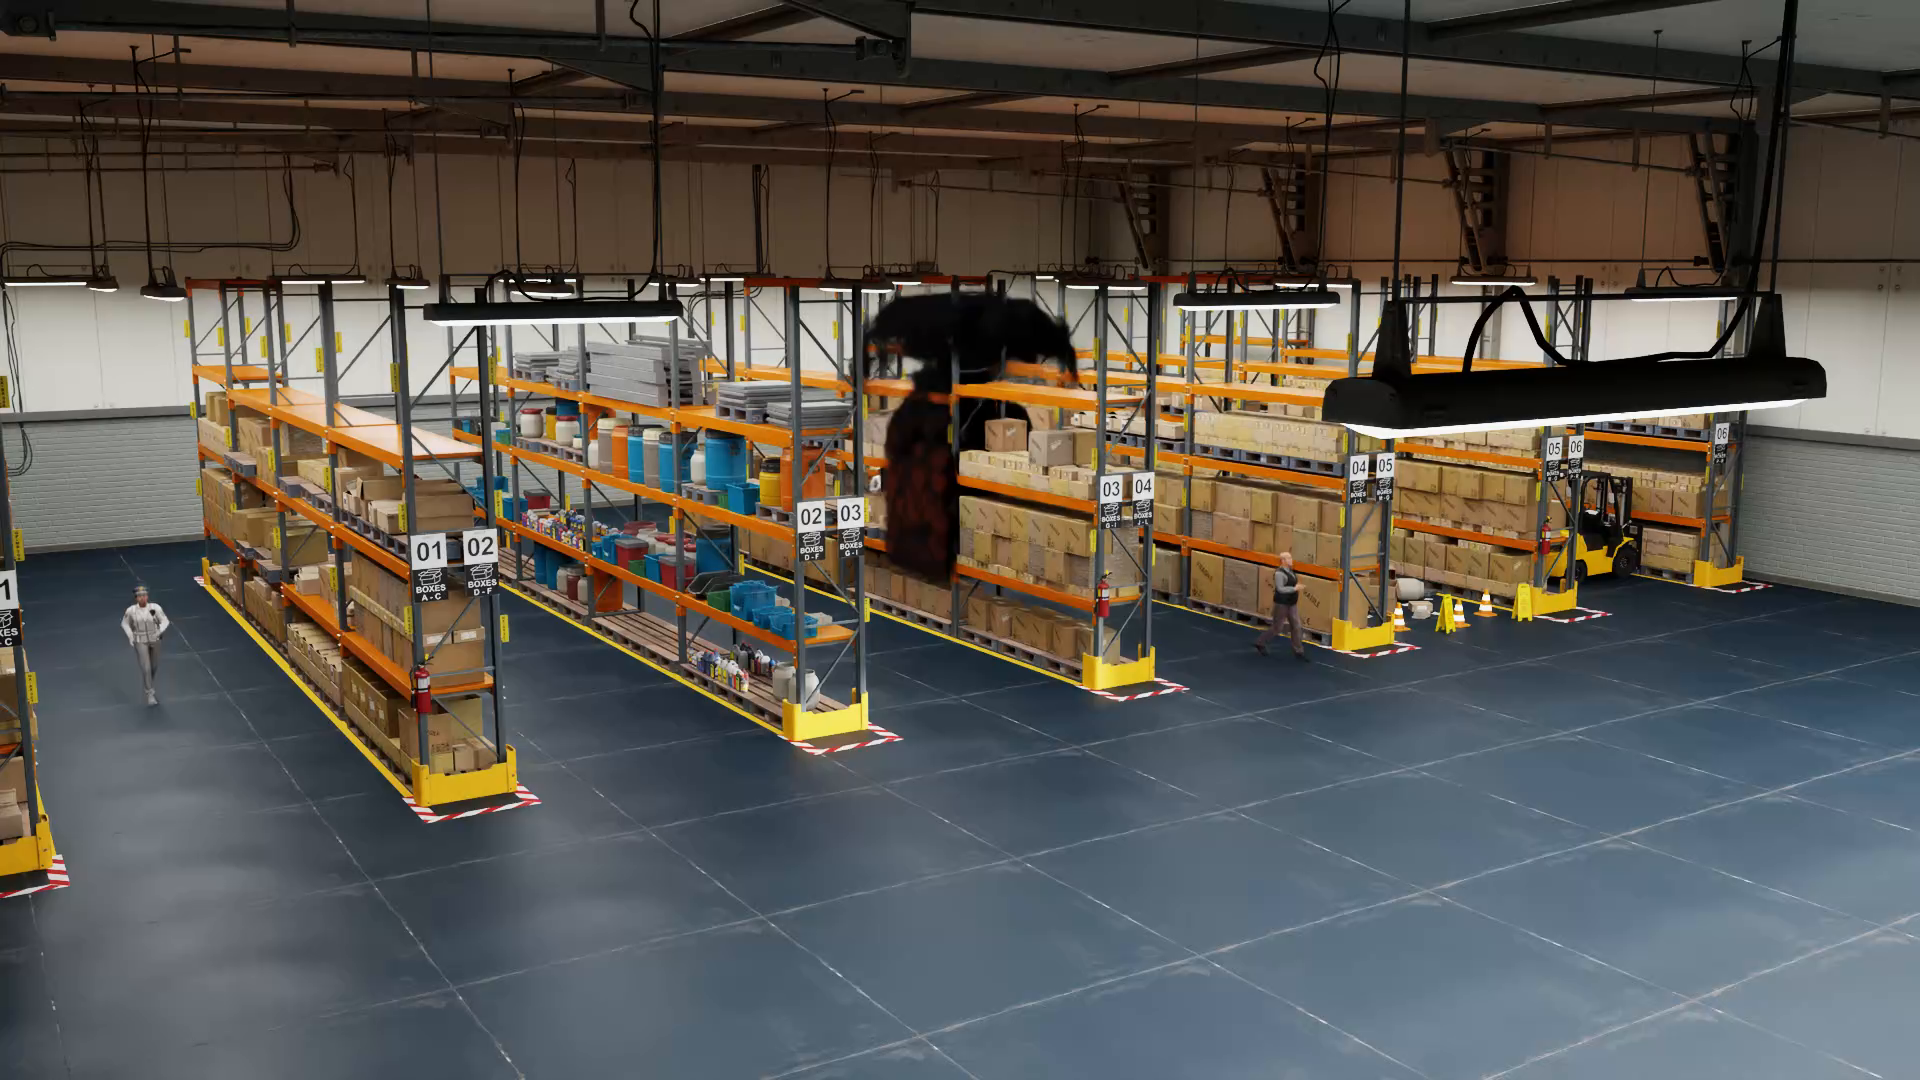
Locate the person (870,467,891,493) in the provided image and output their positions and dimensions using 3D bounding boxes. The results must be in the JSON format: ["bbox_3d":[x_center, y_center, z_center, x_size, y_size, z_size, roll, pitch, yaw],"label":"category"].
[{"bbox_3d":[-1.806,-0.853,37.848,0.643,1.853,0.862,-5,11,-28],"label":"person"}]

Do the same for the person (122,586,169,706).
[{"bbox_3d":[-11.732,1.476,24.003,0.602,1.694,0.840,-6,11,-33],"label":"person"}]

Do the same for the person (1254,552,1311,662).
[{"bbox_3d":[5.169,1.047,26.501,0.923,1.730,0.660,7,12,35],"label":"person"}]
